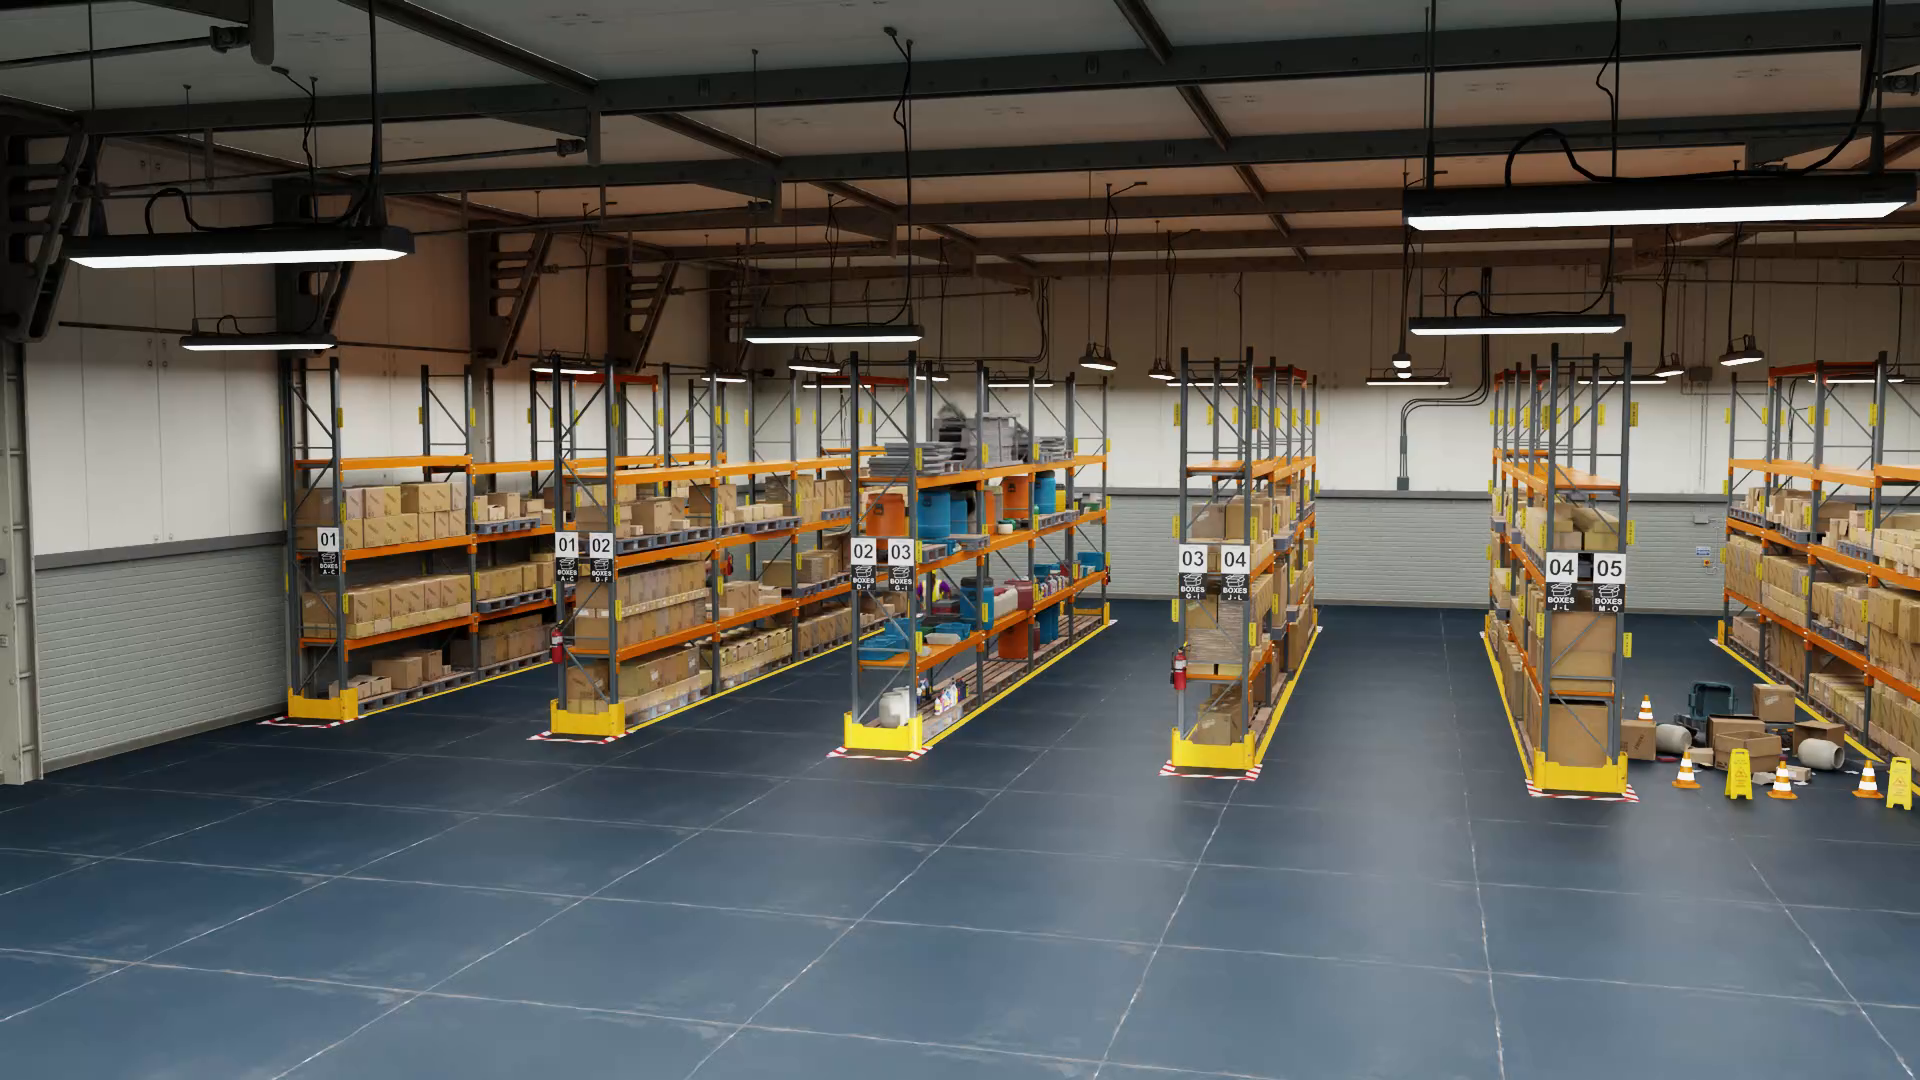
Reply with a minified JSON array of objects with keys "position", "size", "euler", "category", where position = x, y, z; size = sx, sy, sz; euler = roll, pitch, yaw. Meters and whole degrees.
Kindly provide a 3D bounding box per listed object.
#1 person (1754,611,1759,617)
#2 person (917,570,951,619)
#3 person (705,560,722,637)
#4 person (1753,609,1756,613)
[{"position":[18.227,1.434,37.518],"size":[0.619,1.626,0.574],"euler":[1,4,10],"category":"person"},{"position":[-0.568,1.428,33.546],"size":[0.725,1.756,0.896],"euler":[1,4,14],"category":"person"},{"position":[-5.811,1.336,38.310],"size":[0.600,1.769,0.831],"euler":[1,4,13],"category":"person"},{"position":[19.037,1.283,39.198],"size":[0.743,1.754,0.579],"euler":[0,4,-4],"category":"person"}]
